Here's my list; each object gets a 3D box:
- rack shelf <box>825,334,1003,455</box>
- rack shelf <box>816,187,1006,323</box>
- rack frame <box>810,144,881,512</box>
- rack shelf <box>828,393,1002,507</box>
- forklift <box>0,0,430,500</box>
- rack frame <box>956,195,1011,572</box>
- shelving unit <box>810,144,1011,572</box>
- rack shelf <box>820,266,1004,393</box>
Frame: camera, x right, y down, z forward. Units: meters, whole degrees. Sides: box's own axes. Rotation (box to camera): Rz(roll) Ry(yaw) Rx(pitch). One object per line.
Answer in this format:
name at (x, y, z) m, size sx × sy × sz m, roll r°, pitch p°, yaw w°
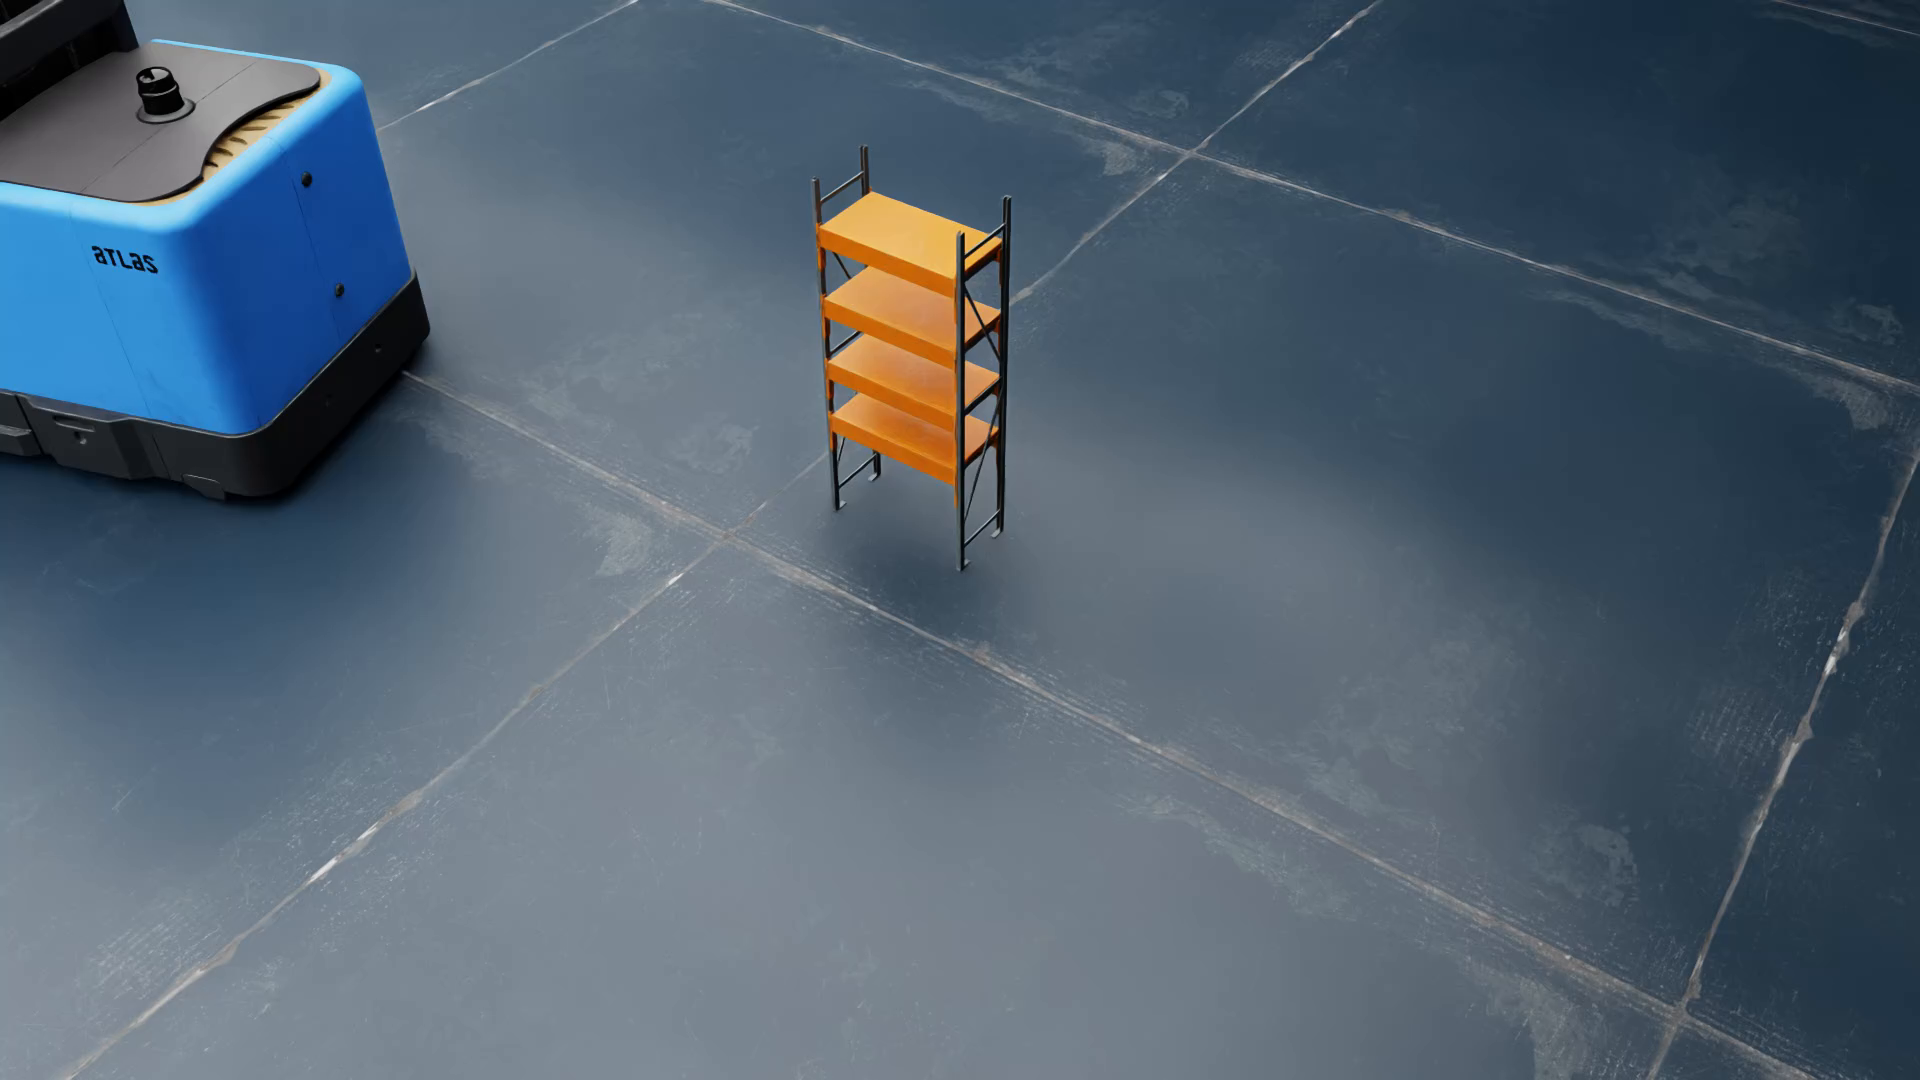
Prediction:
rack shelf at (-0.136, -0.460, 4.966) m, size 0.480 × 0.148 × 0.258 m, roll 25°, pitch 48°, yaw 25°
rack shelf at (-0.136, -0.803, 4.659) m, size 0.480 × 0.148 × 0.258 m, roll 25°, pitch 48°, yaw 25°
rack frame at (-0.335, -0.604, 5.025) m, size 0.015 × 1.200 × 0.240 m, roll 25°, pitch 48°, yaw 25°
rack shelf at (-0.136, -0.312, 5.098) m, size 0.480 × 0.148 × 0.258 m, roll 25°, pitch 48°, yaw 25°
forklift at (-3.480, -1.783, 5.044) m, size 3.031 × 2.935 × 1.130 m, roll 11°, pitch 43°, yaw 12°
rack frame at (0.064, -0.417, 4.816) m, size 0.015 × 1.200 × 0.240 m, roll 25°, pitch 48°, yaw 25°
shelving unit at (-0.136, -0.511, 4.921) m, size 0.503 × 1.200 × 0.258 m, roll 25°, pitch 48°, yaw 25°
rack shelf at (-0.136, -0.627, 4.816) m, size 0.480 × 0.148 × 0.258 m, roll 25°, pitch 48°, yaw 25°
